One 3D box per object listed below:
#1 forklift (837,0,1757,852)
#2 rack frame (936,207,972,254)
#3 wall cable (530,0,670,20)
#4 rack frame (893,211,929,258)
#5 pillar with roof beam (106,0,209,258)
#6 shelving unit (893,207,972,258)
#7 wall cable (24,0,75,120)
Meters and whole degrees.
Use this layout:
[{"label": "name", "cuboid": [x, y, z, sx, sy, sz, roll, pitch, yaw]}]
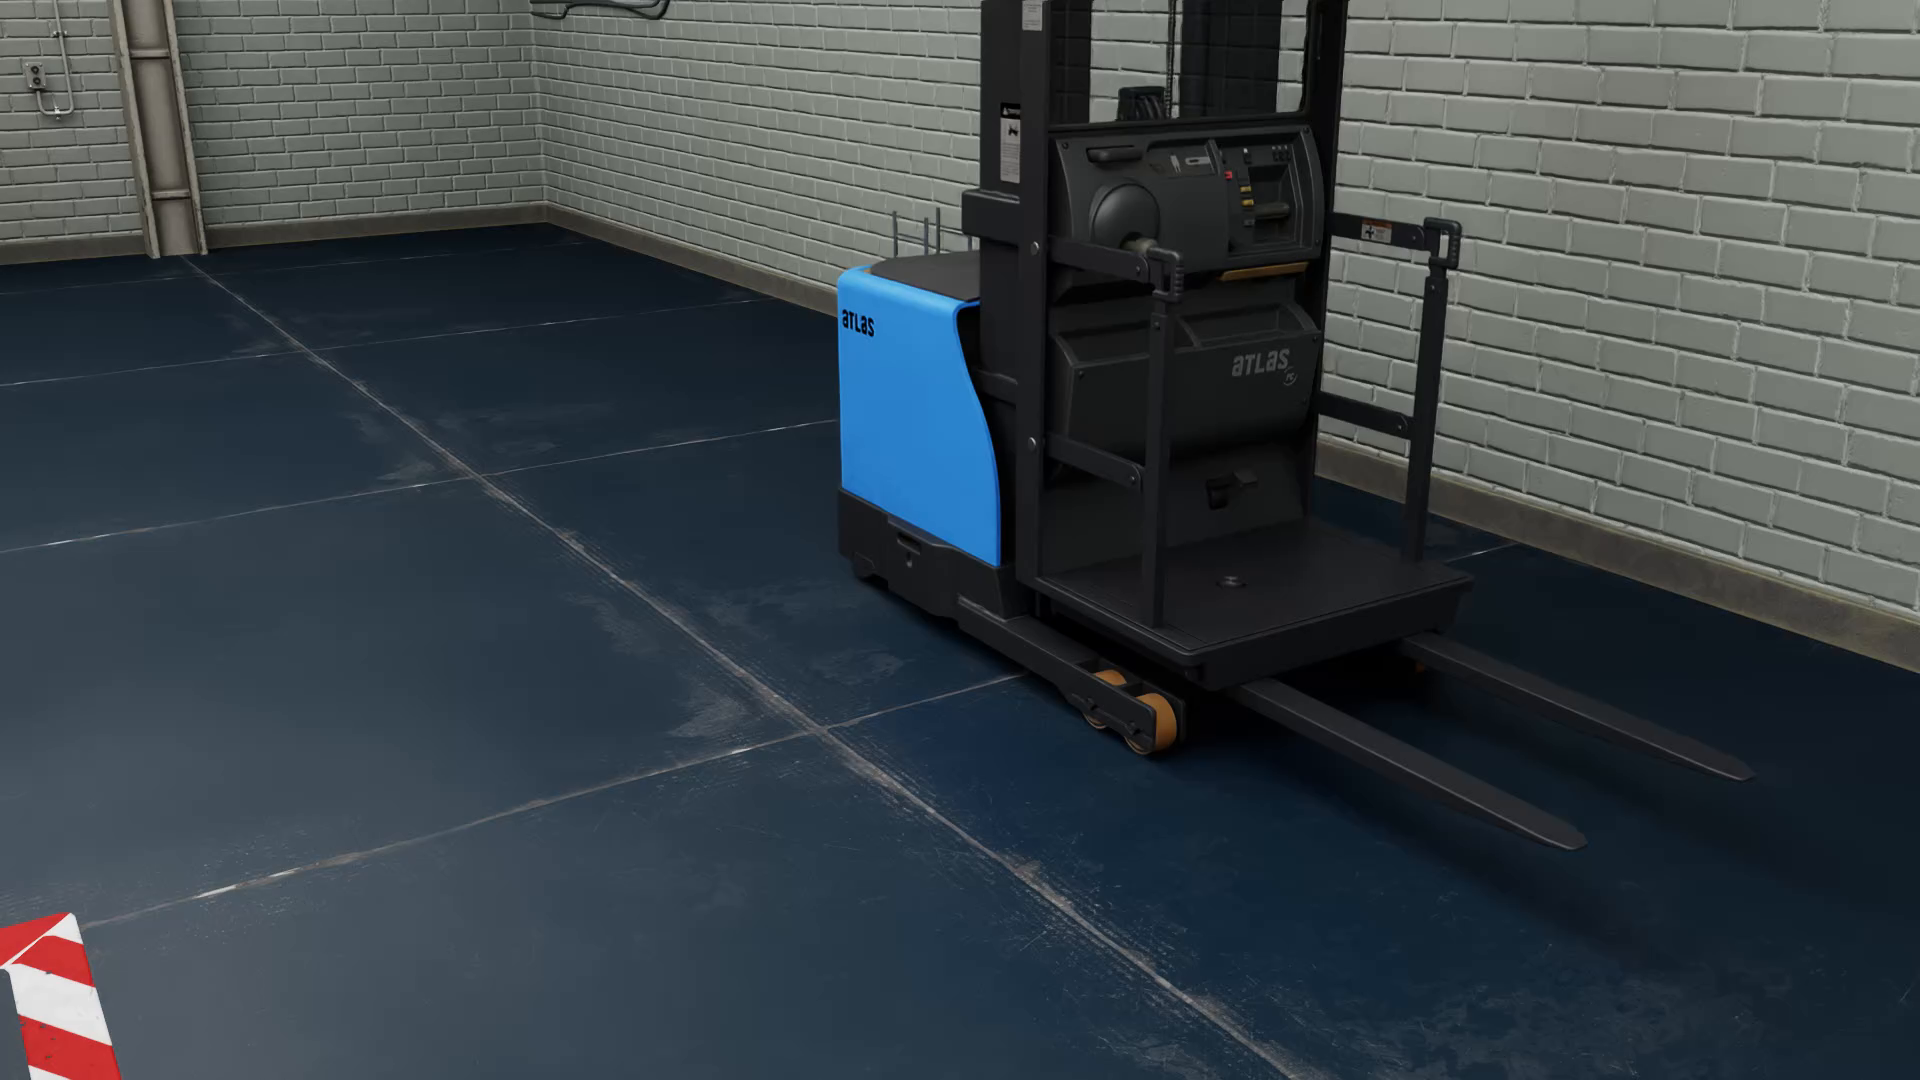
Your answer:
[{"label": "forklift", "cuboid": [0.784, -0.976, 4.556, 1.130, 2.935, 3.031, -12, 22, -31]}, {"label": "rack frame", "cuboid": [-0.020, -0.625, 6.218, 0.006, 1.200, 0.240, -12, 21, -31]}, {"label": "wall cable", "cuboid": [-2.851, -5.178, 12.360, 0.112, 2.526, 3.097, -12, 22, -31]}, {"label": "rack frame", "cuboid": [-0.175, -0.594, 6.125, 0.006, 1.200, 0.240, -12, 21, -31]}, {"label": "pillar with roof beam", "cuboid": [-3.624, -5.304, 7.884, 0.400, 9.000, 9.100, -12, 22, -31]}, {"label": "shelving unit", "cuboid": [-0.098, -0.610, 6.171, 0.189, 1.200, 0.258, -12, 21, -31]}, {"label": "wall cable", "cuboid": [-7.222, -3.867, 11.412, 1.851, 1.984, 0.084, -12, 22, -31]}]
